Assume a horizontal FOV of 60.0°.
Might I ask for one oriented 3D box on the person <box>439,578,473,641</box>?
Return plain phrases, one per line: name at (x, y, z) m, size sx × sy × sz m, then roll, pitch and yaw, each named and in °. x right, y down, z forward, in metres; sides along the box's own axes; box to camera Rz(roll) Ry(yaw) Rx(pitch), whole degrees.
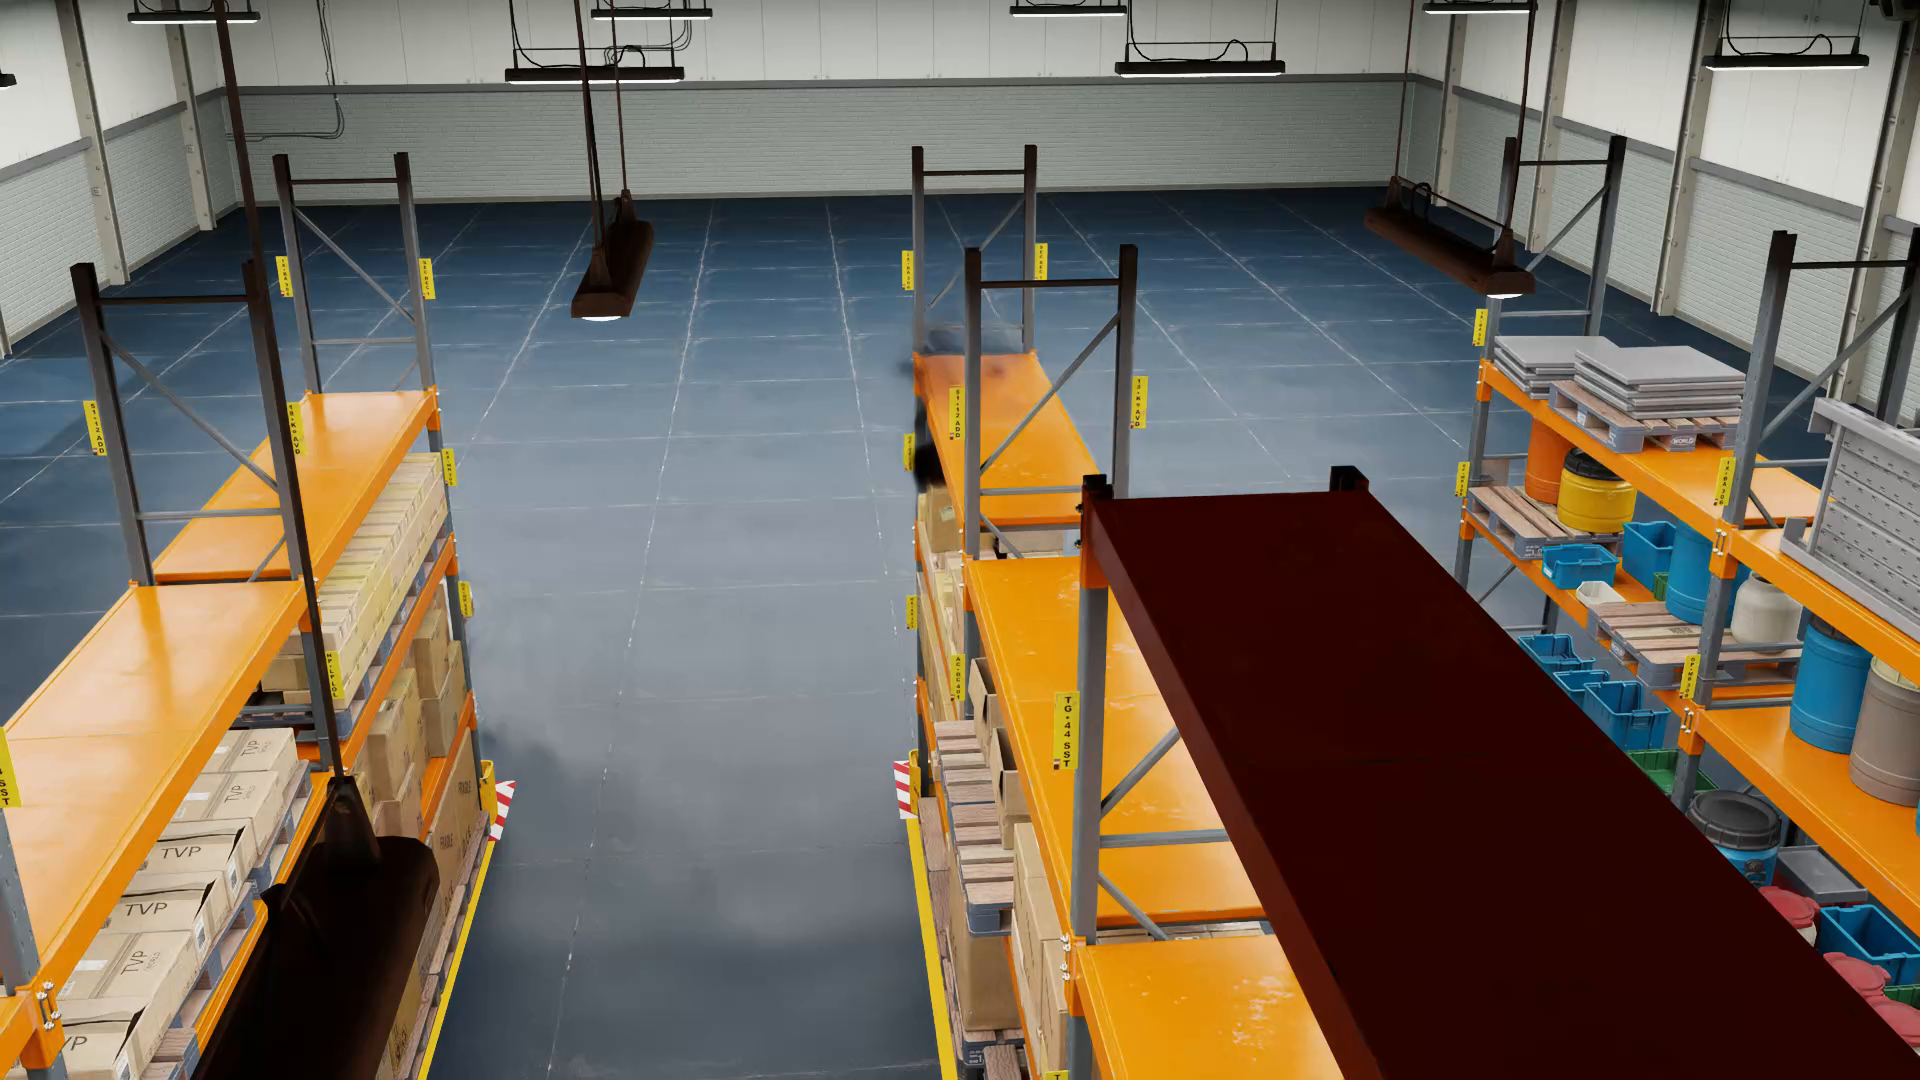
person at (-5.250, 0.990, 16.774) m, size 0.879 × 1.781 × 0.674 m, roll 18°, pitch 28°, yaw 38°
